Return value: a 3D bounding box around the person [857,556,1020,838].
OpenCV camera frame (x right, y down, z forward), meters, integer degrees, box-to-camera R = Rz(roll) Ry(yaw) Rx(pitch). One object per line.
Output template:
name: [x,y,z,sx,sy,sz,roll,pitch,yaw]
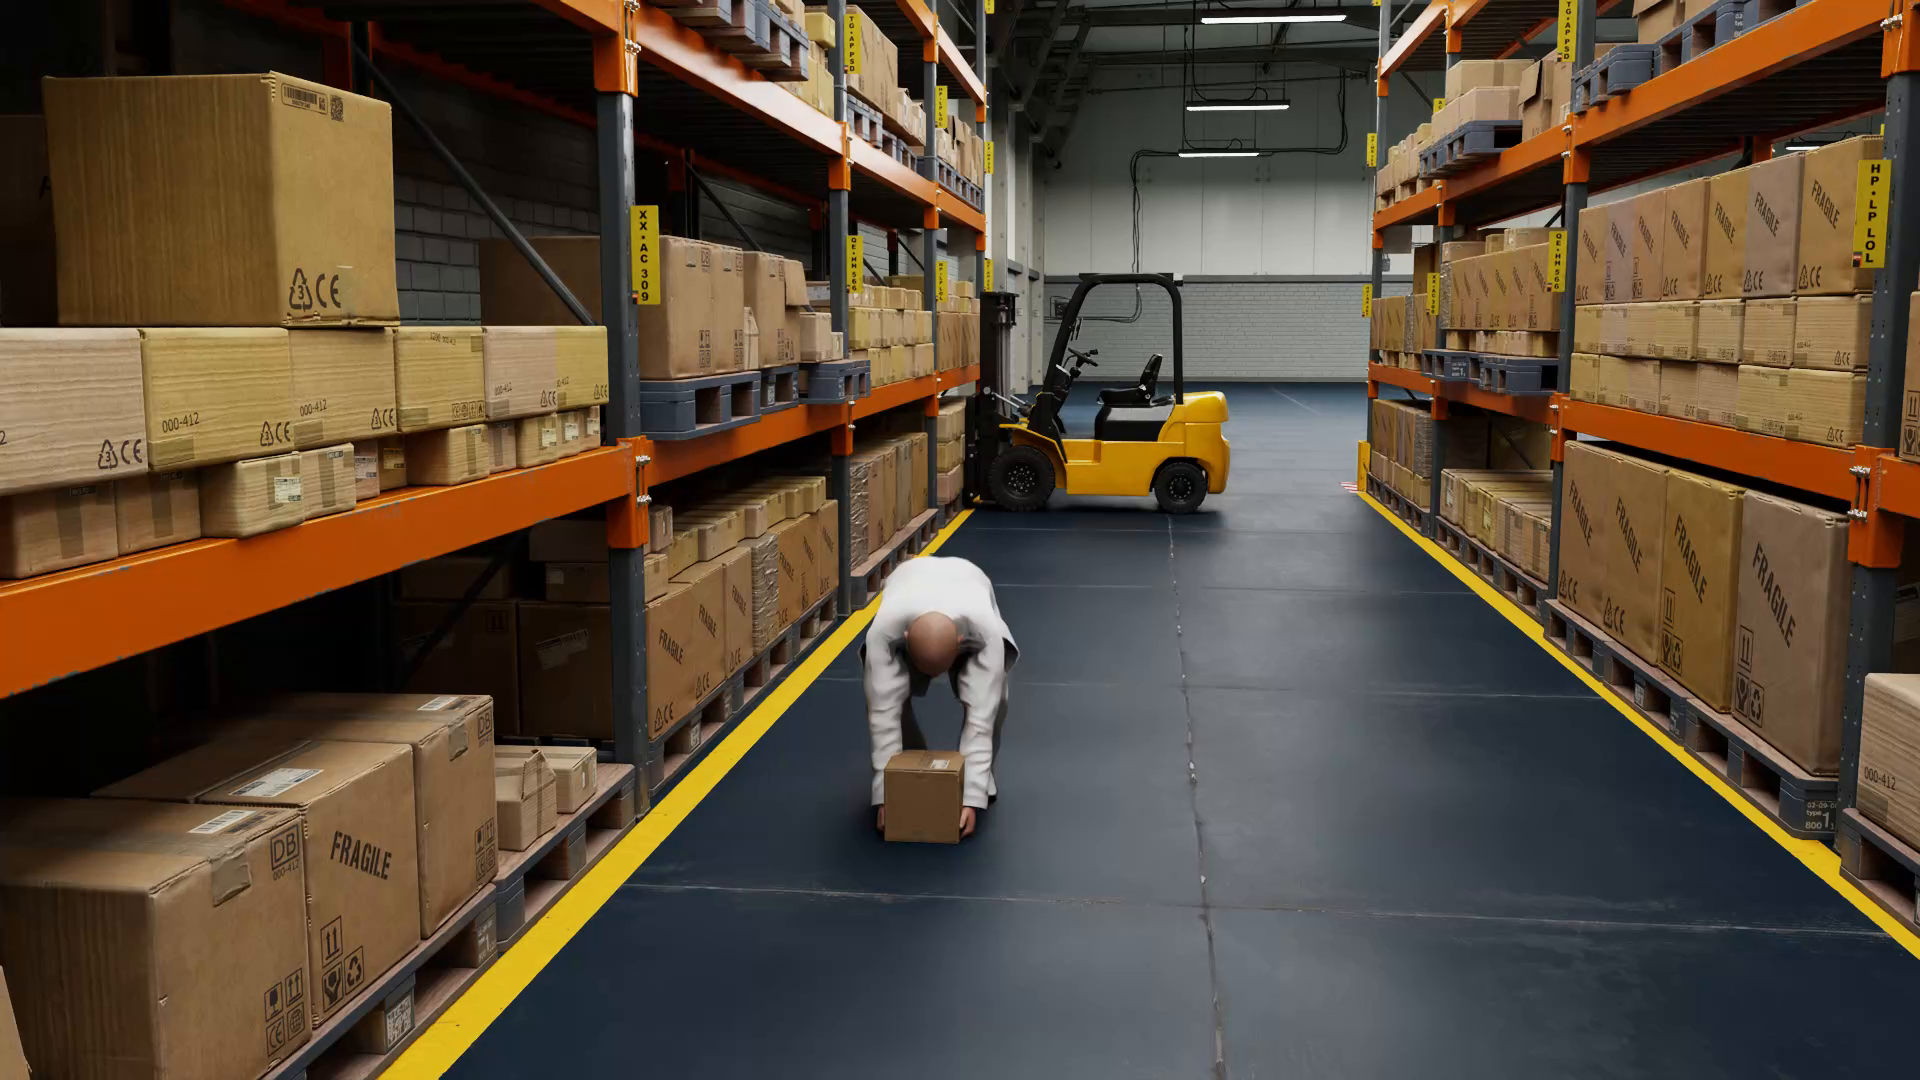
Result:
person: [-0.103,0.523,5.921,0.556,0.886,0.953,1,7,4]
